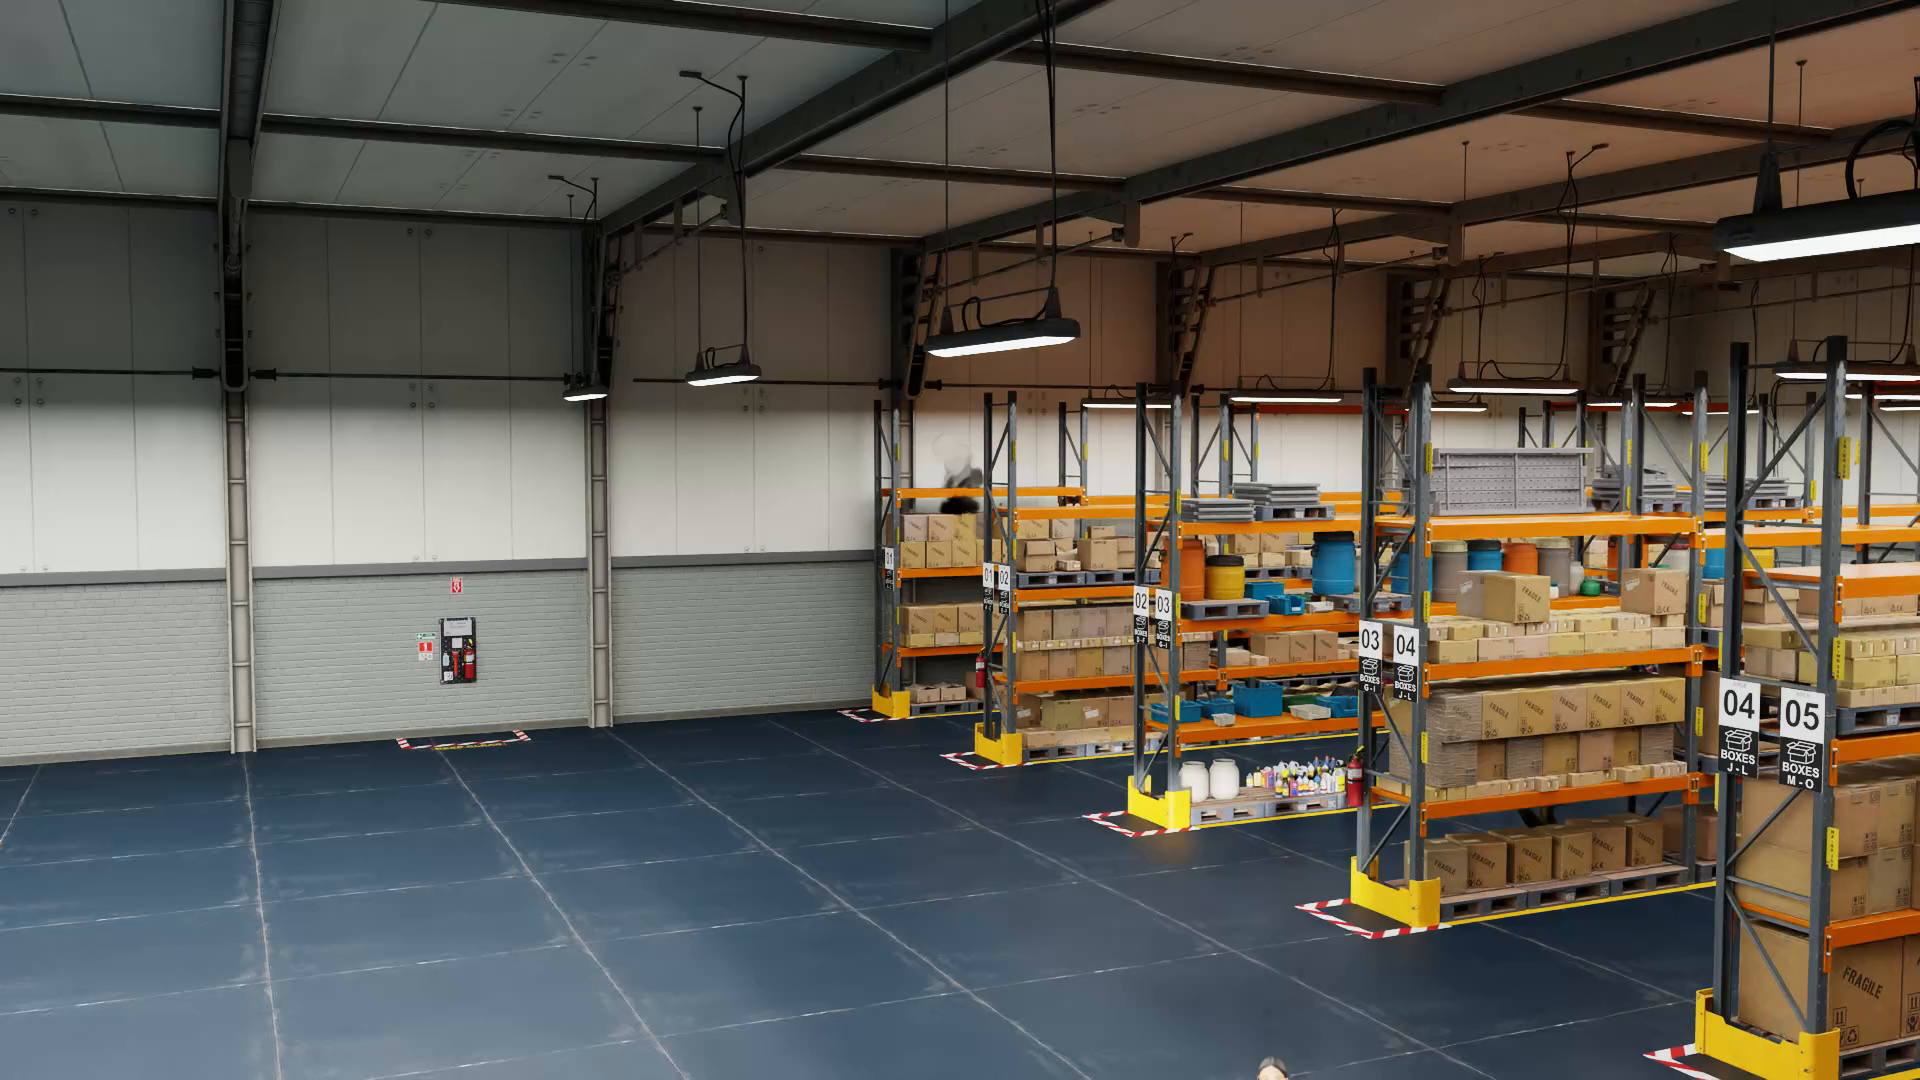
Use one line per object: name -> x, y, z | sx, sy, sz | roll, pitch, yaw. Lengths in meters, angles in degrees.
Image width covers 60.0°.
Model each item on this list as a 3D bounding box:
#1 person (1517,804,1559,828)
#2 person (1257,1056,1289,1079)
person -> 7.294, 3.060, 20.880 | 0.676, 1.746, 0.697 | -2, 4, -35
person -> 1.767, 3.790, 9.506 | 0.579, 1.711, 0.764 | 1, 3, 9
